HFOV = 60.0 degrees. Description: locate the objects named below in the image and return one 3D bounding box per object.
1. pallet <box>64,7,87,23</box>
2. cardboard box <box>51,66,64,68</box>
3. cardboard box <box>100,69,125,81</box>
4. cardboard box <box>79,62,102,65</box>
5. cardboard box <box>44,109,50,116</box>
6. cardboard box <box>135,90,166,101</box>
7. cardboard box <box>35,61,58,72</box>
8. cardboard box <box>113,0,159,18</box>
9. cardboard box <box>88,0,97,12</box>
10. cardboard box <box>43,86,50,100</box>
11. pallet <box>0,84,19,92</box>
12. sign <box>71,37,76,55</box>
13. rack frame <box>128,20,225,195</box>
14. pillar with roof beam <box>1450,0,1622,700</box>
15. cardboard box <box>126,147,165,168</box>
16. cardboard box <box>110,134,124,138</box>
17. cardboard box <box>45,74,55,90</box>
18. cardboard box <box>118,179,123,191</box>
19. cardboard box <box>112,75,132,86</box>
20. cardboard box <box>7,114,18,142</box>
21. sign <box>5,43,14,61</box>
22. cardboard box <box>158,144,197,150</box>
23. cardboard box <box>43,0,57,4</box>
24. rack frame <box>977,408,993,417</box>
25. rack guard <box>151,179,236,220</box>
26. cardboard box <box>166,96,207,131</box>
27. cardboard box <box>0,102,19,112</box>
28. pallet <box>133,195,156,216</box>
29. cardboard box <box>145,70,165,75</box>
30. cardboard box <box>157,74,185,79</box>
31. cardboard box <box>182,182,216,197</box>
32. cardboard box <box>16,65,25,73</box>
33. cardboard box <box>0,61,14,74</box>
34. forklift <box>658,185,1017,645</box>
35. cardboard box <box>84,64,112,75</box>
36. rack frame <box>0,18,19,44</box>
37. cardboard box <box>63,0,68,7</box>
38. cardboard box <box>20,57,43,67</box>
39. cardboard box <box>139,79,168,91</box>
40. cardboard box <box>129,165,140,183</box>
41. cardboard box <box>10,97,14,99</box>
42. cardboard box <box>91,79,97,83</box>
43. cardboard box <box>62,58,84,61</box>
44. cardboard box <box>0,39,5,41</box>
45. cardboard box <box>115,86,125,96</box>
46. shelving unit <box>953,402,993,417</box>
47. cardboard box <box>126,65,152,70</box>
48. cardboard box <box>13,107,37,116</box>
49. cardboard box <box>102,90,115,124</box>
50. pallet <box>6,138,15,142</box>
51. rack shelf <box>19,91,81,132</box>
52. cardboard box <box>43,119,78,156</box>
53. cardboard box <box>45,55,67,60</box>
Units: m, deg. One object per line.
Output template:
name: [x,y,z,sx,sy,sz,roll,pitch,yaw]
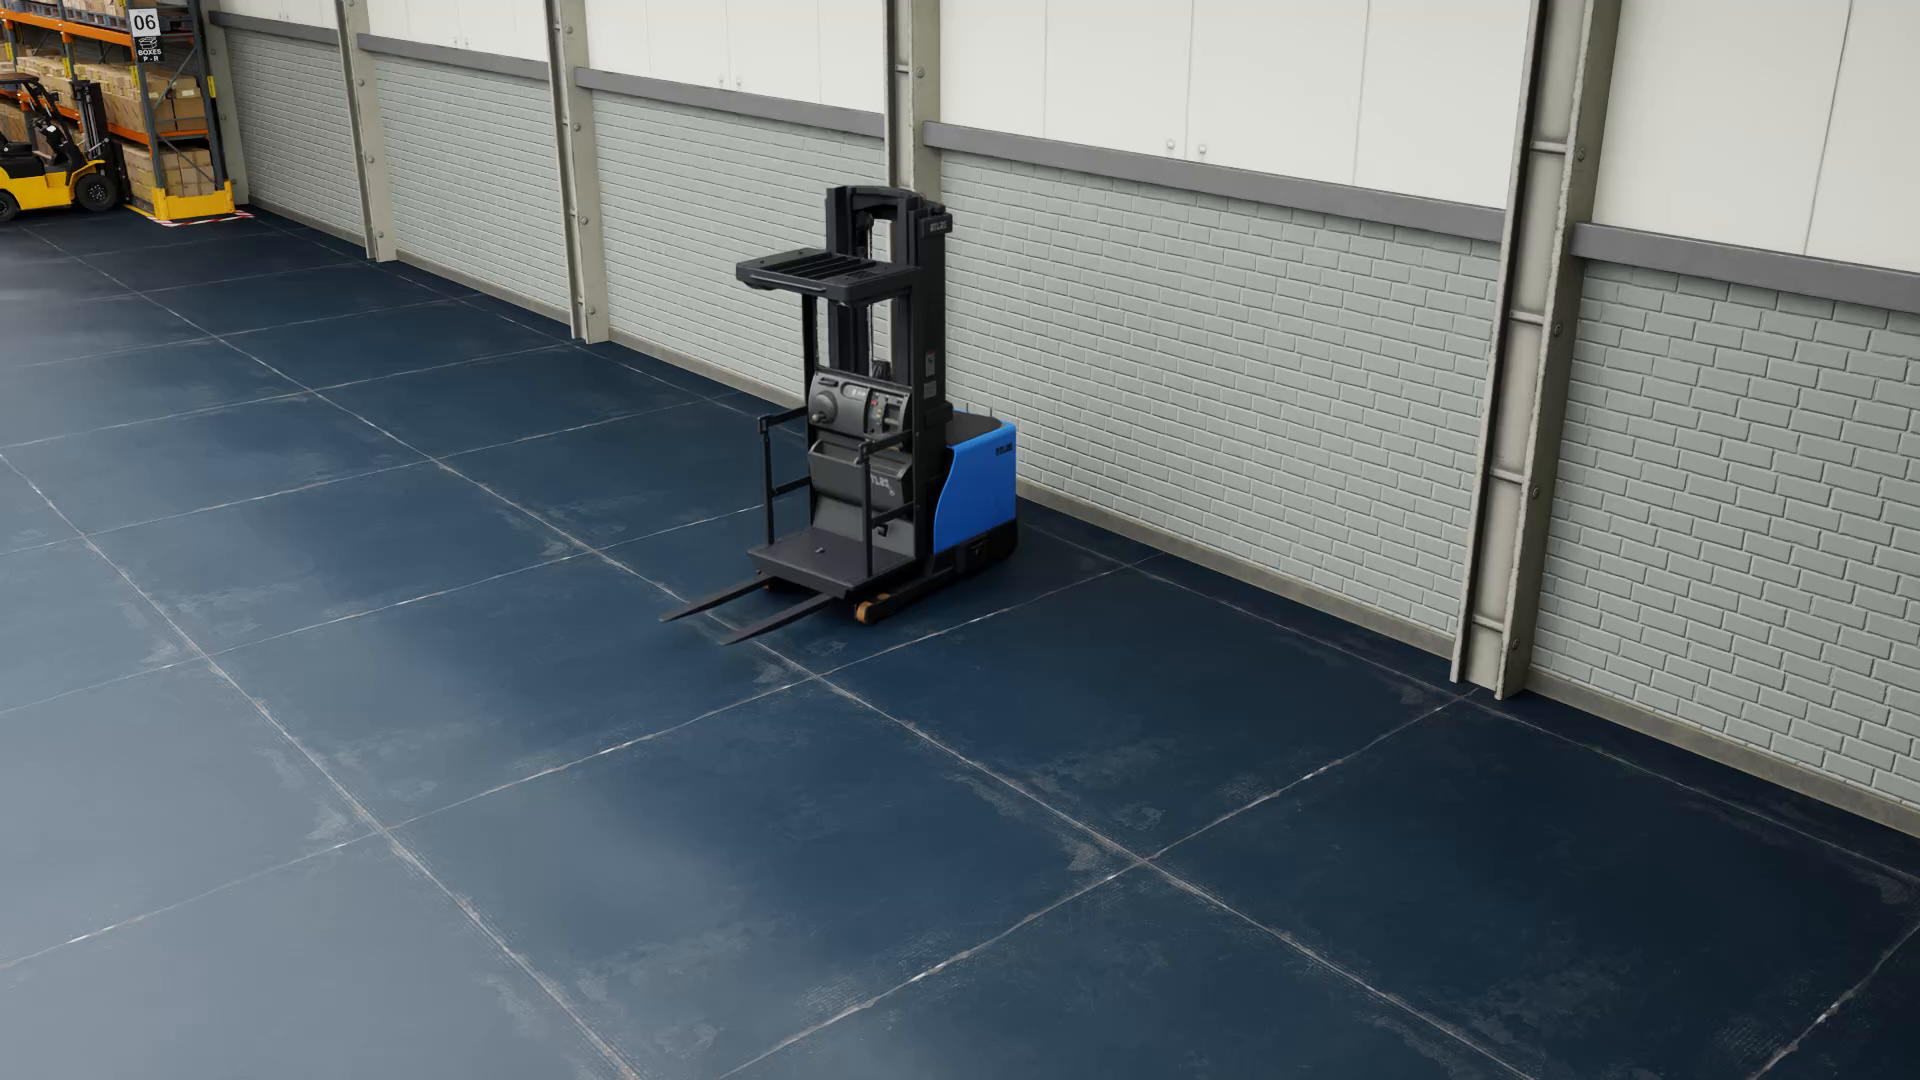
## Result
pallet: [-14.418,-8.899,28.100,1.003,0.211,1.213,-17,27,-37]
cardboard box: [-16.084,-8.438,29.889,0.380,0.149,0.250,-18,28,-39]
cardboard box: [-14.111,-7.764,27.760,0.380,0.149,0.250,-18,27,-38]
cardboard box: [-15.854,-8.634,30.390,0.380,0.149,0.250,-18,27,-38]
cardboard box: [-18.086,-8.559,33.187,0.380,0.149,0.250,-17,27,-37]
cardboard box: [-12.822,-7.045,26.332,0.380,0.149,0.250,-17,27,-37]
cardboard box: [-16.770,-8.714,30.593,0.380,0.149,0.250,-17,27,-36]
cardboard box: [-12.857,-8.417,25.899,0.500,0.500,0.500,-16,27,-36]
cardboard box: [-13.803,-8.896,27.117,0.797,0.503,0.637,-16,27,-36]
cardboard box: [-16.498,-8.203,30.520,0.500,0.250,0.500,-16,27,-36]
pallet: [-18.101,-8.959,32.508,1.213,0.211,1.003,-17,27,-37]
sign: [-17.187,-9.550,32.166,0.100,0.325,0.005,-17,27,-37]
rack frame: [-12.384,-6.668,26.395,1.000,3.000,0.127,-17,27,-37]
pillar with roof beam: [0.249,-2.212,6.794,9.100,9.000,0.400,-17,27,-37]
cardboard box: [-13.258,-6.241,27.129,0.500,0.250,0.500,-17,27,-36]
cardboard box: [-14.591,-6.802,28.560,0.500,0.250,0.500,-17,27,-37]
cardboard box: [-16.180,-8.294,30.066,0.500,0.250,0.500,-17,27,-36]
cardboard box: [-13.923,-6.056,28.027,0.500,0.250,0.500,-16,27,-36]
cardboard box: [-13.513,-7.462,26.989,0.380,0.149,0.250,-17,27,-36]
cardboard box: [-18.707,-8.260,33.312,0.500,0.500,0.500,-16,27,-35]
sign: [-18.011,-9.248,31.505,0.100,0.325,0.005,-17,27,-37]
cardboard box: [-12.883,-6.364,27.442,0.500,0.250,0.500,-17,27,-37]
cardboard box: [-15.652,-9.512,28.953,0.500,0.311,0.500,-19,28,-39]
rack frame: [0.196,-0.539,13.422,0.008,1.050,0.200,16,27,35]
rack guard: [-12.368,-5.497,26.834,1.175,0.500,0.348,-17,27,-37]
cardboard box: [-12.497,-6.917,26.895,0.500,0.500,0.500,-16,27,-36]
cardboard box: [-19.284,-8.809,33.823,0.380,0.149,0.250,-16,27,-36]
pallet: [-12.915,-5.571,27.417,1.003,0.211,1.213,-17,27,-37]
cardboard box: [-13.429,-7.733,27.679,0.380,0.149,0.250,-17,27,-37]
cardboard box: [-12.770,-7.448,26.953,0.380,0.149,0.250,-17,27,-36]
cardboard box: [-12.556,-5.765,27.285,0.500,0.250,0.500,-17,27,-37]
cardboard box: [-17.520,-8.854,31.497,0.500,0.250,0.500,-17,27,-37]
cardboard box: [-18.540,-9.218,32.536,0.500,0.250,0.500,-19,28,-40]
forklift: [-0.870,-0.962,11.921,1.130,2.935,3.031,17,27,36]
cardboard box: [-14.759,-8.055,28.501,0.380,0.149,0.250,-17,27,-37]
rack frame: [-20.217,-9.983,34.859,1.000,3.000,0.127,-17,27,-37]
cardboard box: [-14.932,-9.098,28.119,0.380,0.149,0.250,-17,27,-36]
cardboard box: [-17.446,-8.995,31.310,0.380,0.149,0.250,-17,27,-36]
cardboard box: [-12.777,-7.204,26.329,0.380,0.149,0.250,-17,27,-37]
cardboard box: [-13.258,-6.017,27.242,0.500,0.250,0.500,-18,28,-38]
cardboard box: [-19.758,-9.284,35.036,0.380,0.149,0.250,-19,28,-39]
cardboard box: [-14.350,-7.676,27.941,0.380,0.149,0.250,-18,28,-38]
cardboard box: [-16.537,-8.911,31.096,0.380,0.149,0.250,-18,27,-38]
cardboard box: [-20.070,-10.038,34.288,0.700,0.500,0.500,-17,27,-36]
cardboard box: [-13.498,-7.329,27.056,0.380,0.149,0.250,-19,28,-39]
shelving unit: [0.100,-0.567,13.492,0.252,1.050,0.215,16,27,35]
cardboard box: [-14.031,-8.040,28.465,0.380,0.149,0.250,-18,28,-38]
cardboard box: [-18.598,-8.523,33.093,0.380,0.149,0.250,-16,27,-36]
cardboard box: [-13.907,-7.211,27.645,0.500,0.500,0.500,-17,27,-37]
pallet: [-18.857,-8.132,33.956,1.003,0.211,1.213,-17,27,-37]
rack shelf: [-16.300,-7.990,30.758,1.077,0.370,4.000,-17,27,-37]
cardboard box: [-16.777,-7.614,31.490,0.875,0.625,0.625,-16,27,-36]
cardboard box: [-17.240,-9.185,31.795,0.380,0.149,0.250,-16,27,-36]
